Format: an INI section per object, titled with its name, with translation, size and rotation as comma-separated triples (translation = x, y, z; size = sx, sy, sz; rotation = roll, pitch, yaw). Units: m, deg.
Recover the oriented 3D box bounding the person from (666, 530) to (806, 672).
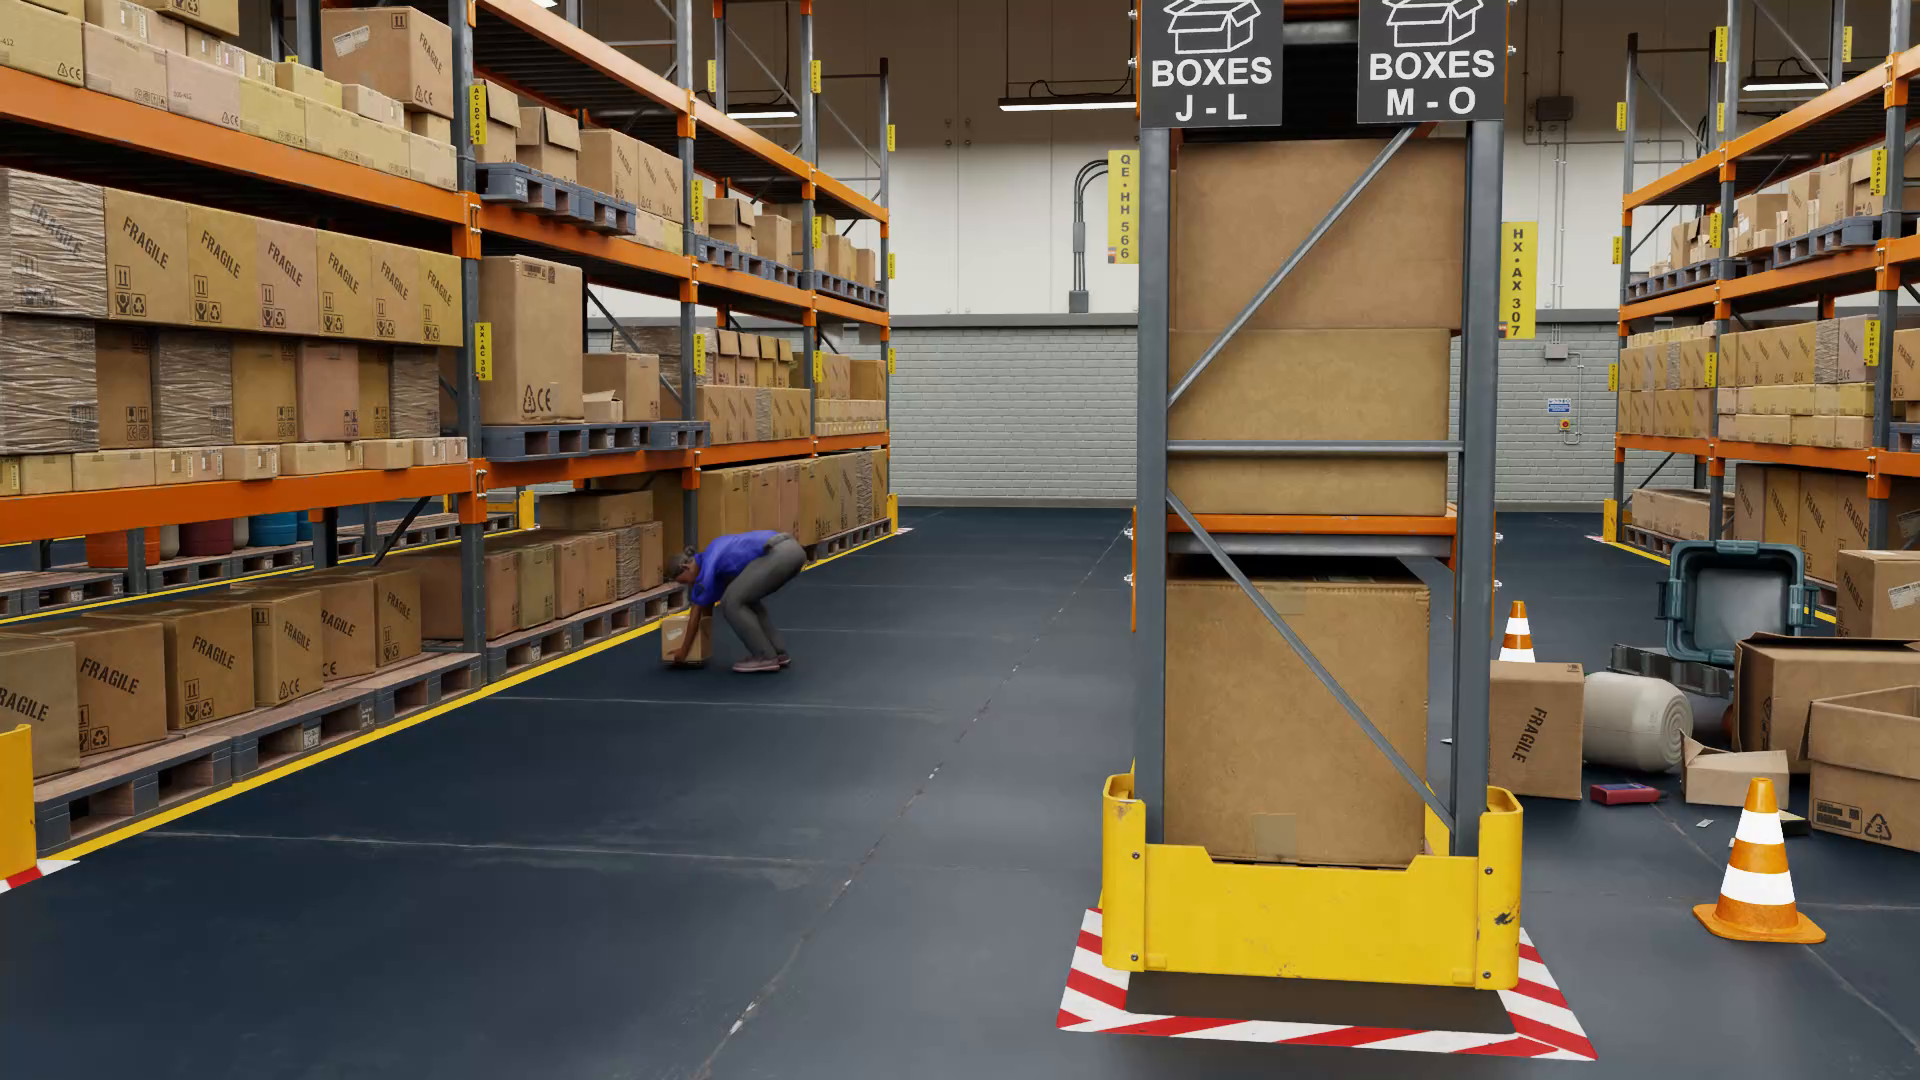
[person]
translation = -1.391, 0.370, 10.298
size = 0.866, 0.864, 0.465
rotation = 0, 5, 6
